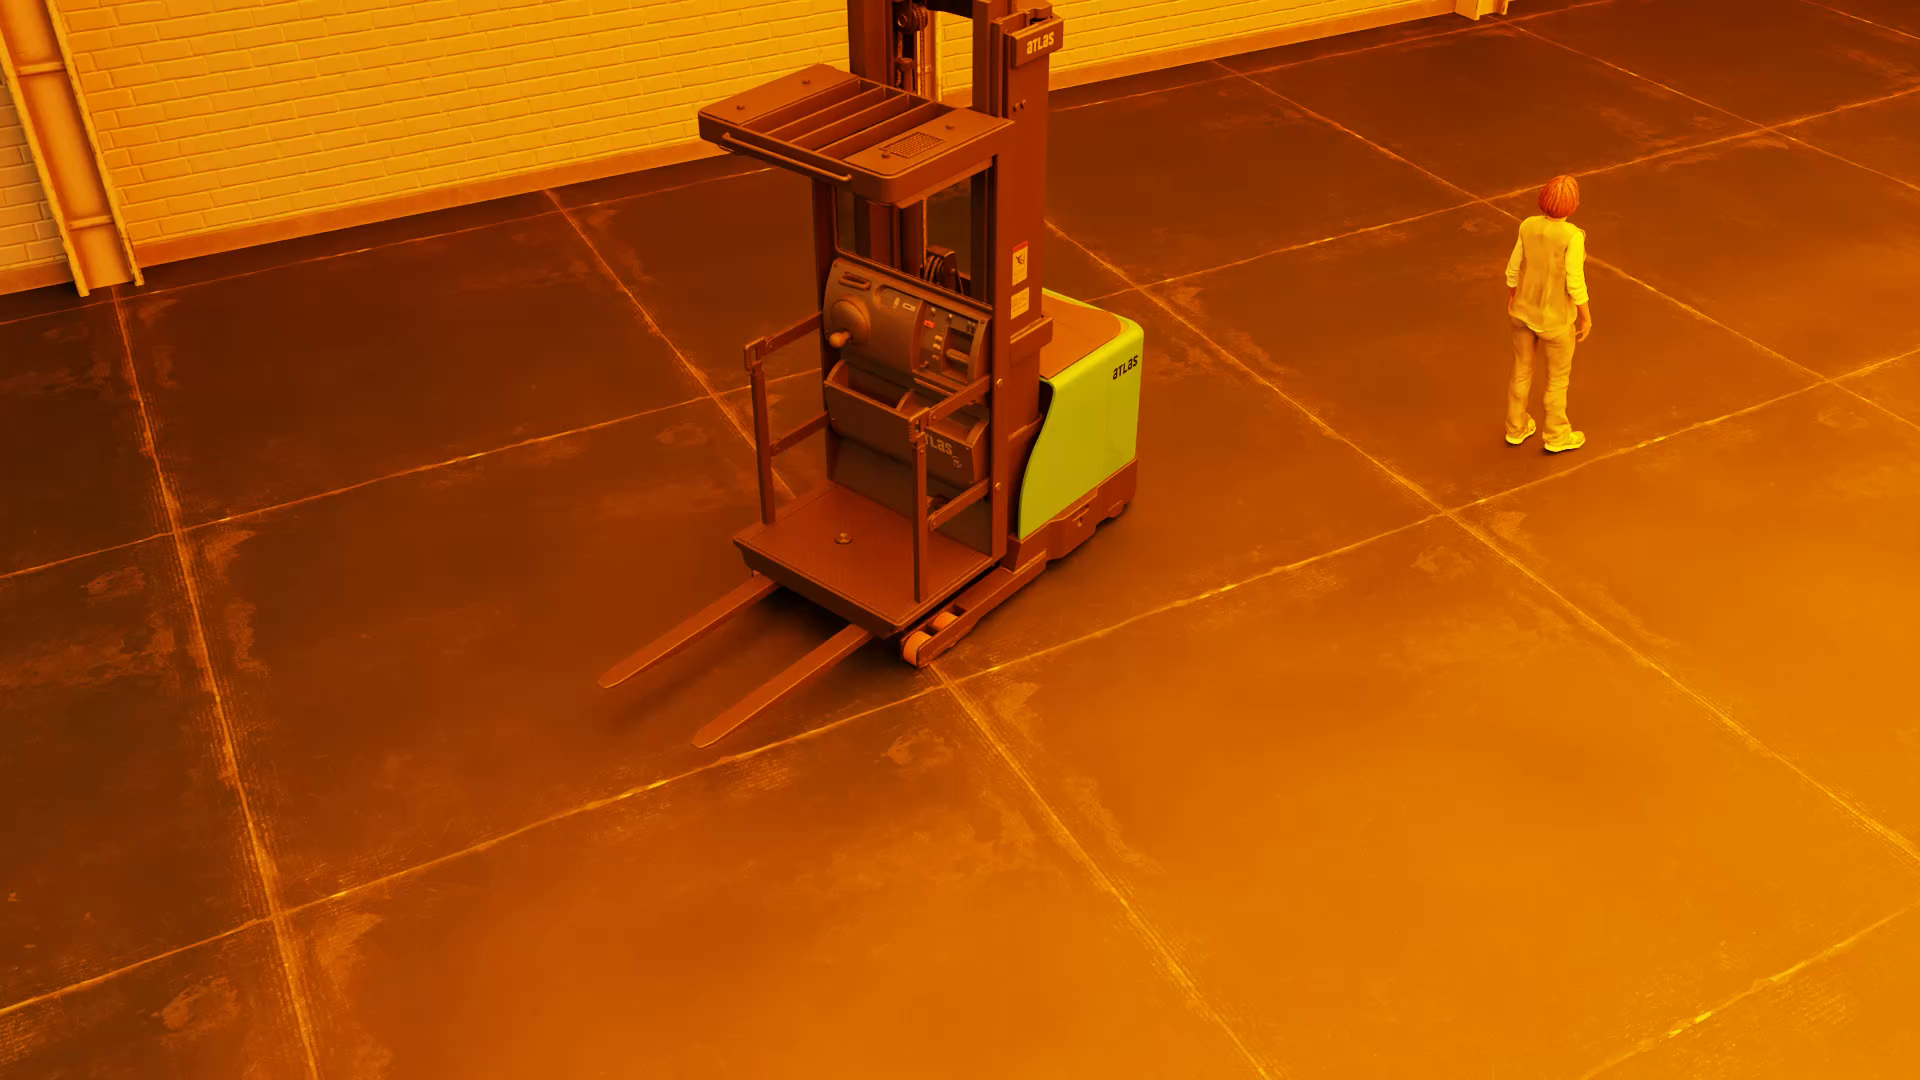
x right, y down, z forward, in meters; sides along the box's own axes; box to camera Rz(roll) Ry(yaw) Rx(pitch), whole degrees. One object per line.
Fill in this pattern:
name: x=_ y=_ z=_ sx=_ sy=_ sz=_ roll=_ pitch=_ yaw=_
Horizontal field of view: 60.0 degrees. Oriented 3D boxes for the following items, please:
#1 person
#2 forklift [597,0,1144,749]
person: x=3.213 y=-1.232 z=9.009 sx=0.475 sy=1.597 sz=0.520 roll=-25 pitch=42 yaw=-31
forklift: x=-0.390 y=-0.927 z=7.434 sx=1.130 sy=2.935 sz=3.031 roll=26 pitch=43 yaw=31
